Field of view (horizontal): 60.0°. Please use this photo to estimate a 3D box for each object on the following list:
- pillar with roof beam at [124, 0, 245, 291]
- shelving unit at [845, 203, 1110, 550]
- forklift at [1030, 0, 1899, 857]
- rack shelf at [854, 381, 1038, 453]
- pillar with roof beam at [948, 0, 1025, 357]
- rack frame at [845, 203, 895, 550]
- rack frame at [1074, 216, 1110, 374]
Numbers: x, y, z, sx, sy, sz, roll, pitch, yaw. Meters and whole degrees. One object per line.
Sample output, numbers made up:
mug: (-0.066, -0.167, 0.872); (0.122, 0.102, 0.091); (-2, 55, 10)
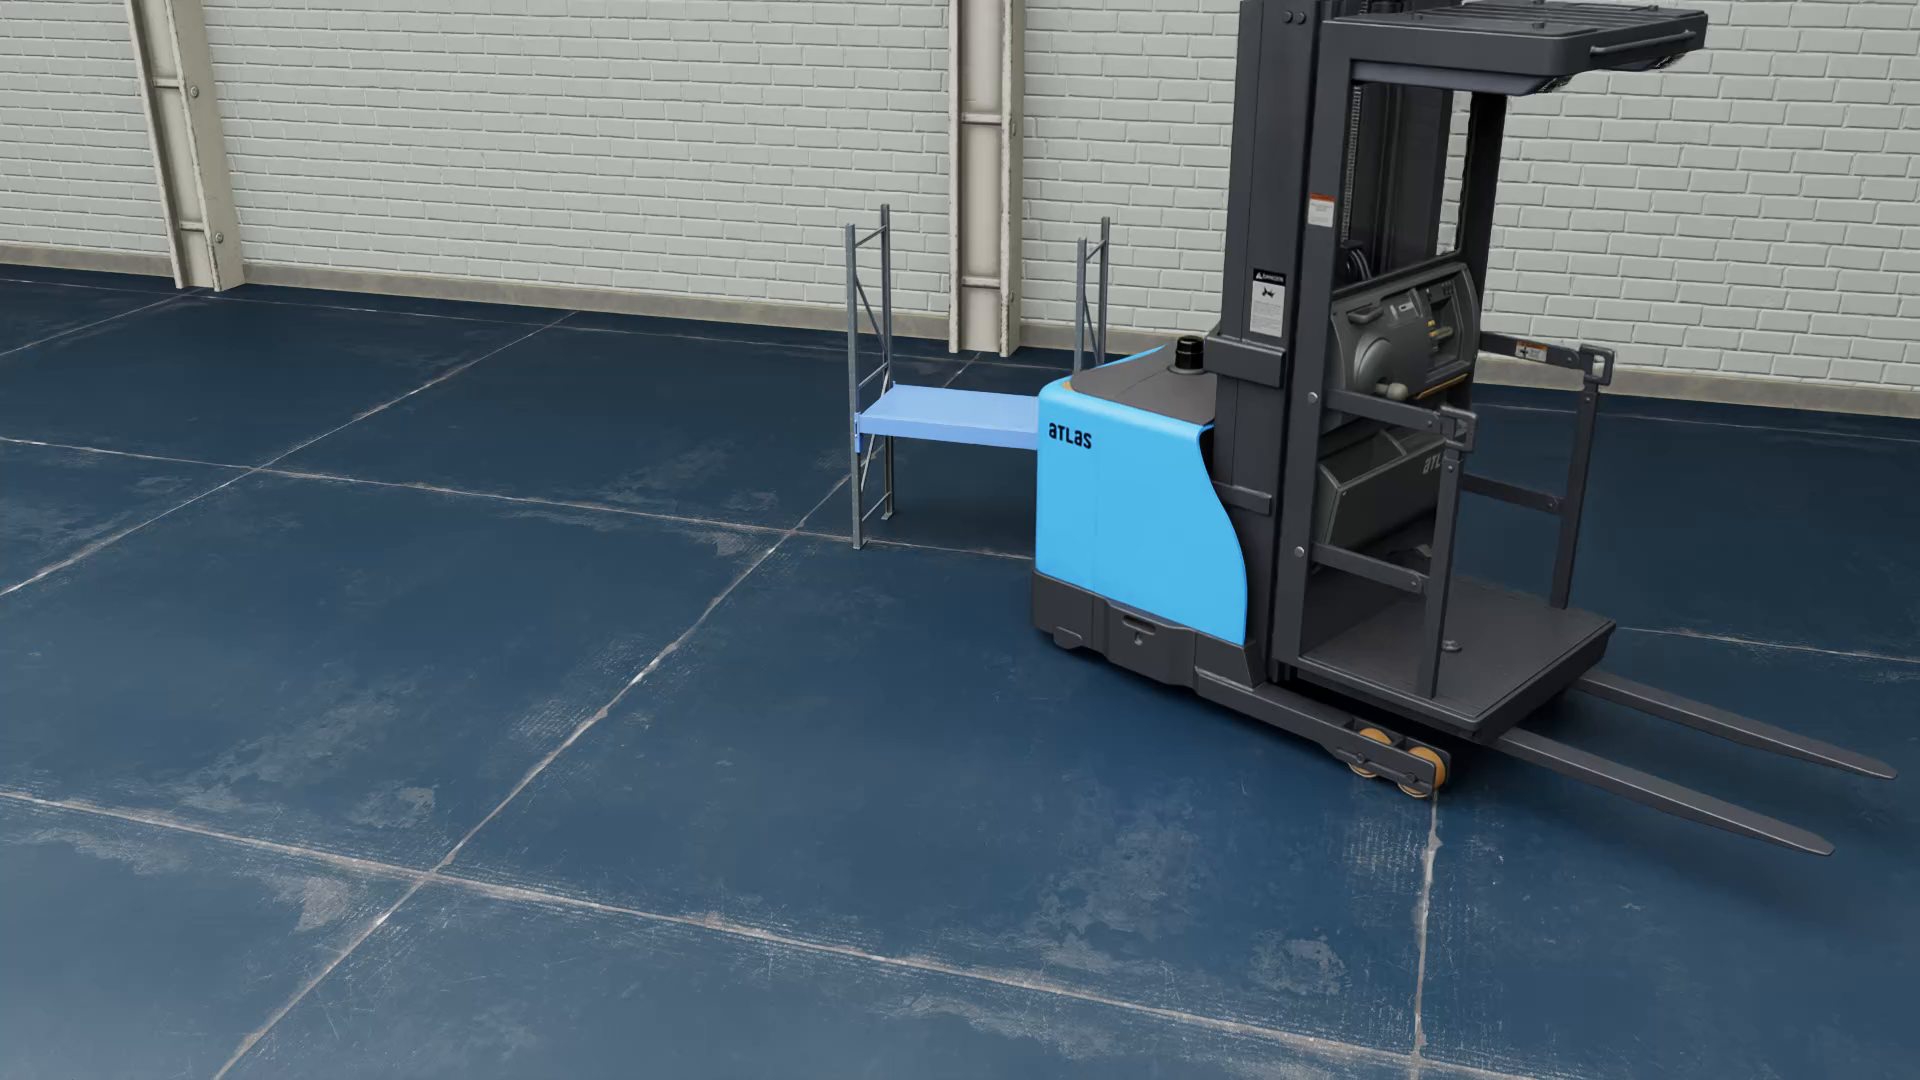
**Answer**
pillar with roof beam: (-6.826, -4.503, 6.891); (0.400, 9.000, 9.100); (7, 23, 16)
shelving unit: (0.082, -0.685, 7.463); (1.048, 1.500, 0.538); (7, 23, 16)
forklift: (1.701, -0.706, 5.629); (3.031, 2.935, 1.130); (20, 30, 40)
rack shelf: (0.082, -0.518, 7.531); (1.000, 0.185, 0.538); (7, 23, 16)
pillar with roof beam: (-1.082, -3.846, 5.288); (0.400, 9.000, 9.100); (7, 23, 16)
rack frame: (-0.405, -0.740, 7.598); (0.032, 1.500, 0.500); (7, 23, 16)
rack frame: (0.568, -0.629, 7.327); (0.032, 1.500, 0.500); (7, 23, 16)
